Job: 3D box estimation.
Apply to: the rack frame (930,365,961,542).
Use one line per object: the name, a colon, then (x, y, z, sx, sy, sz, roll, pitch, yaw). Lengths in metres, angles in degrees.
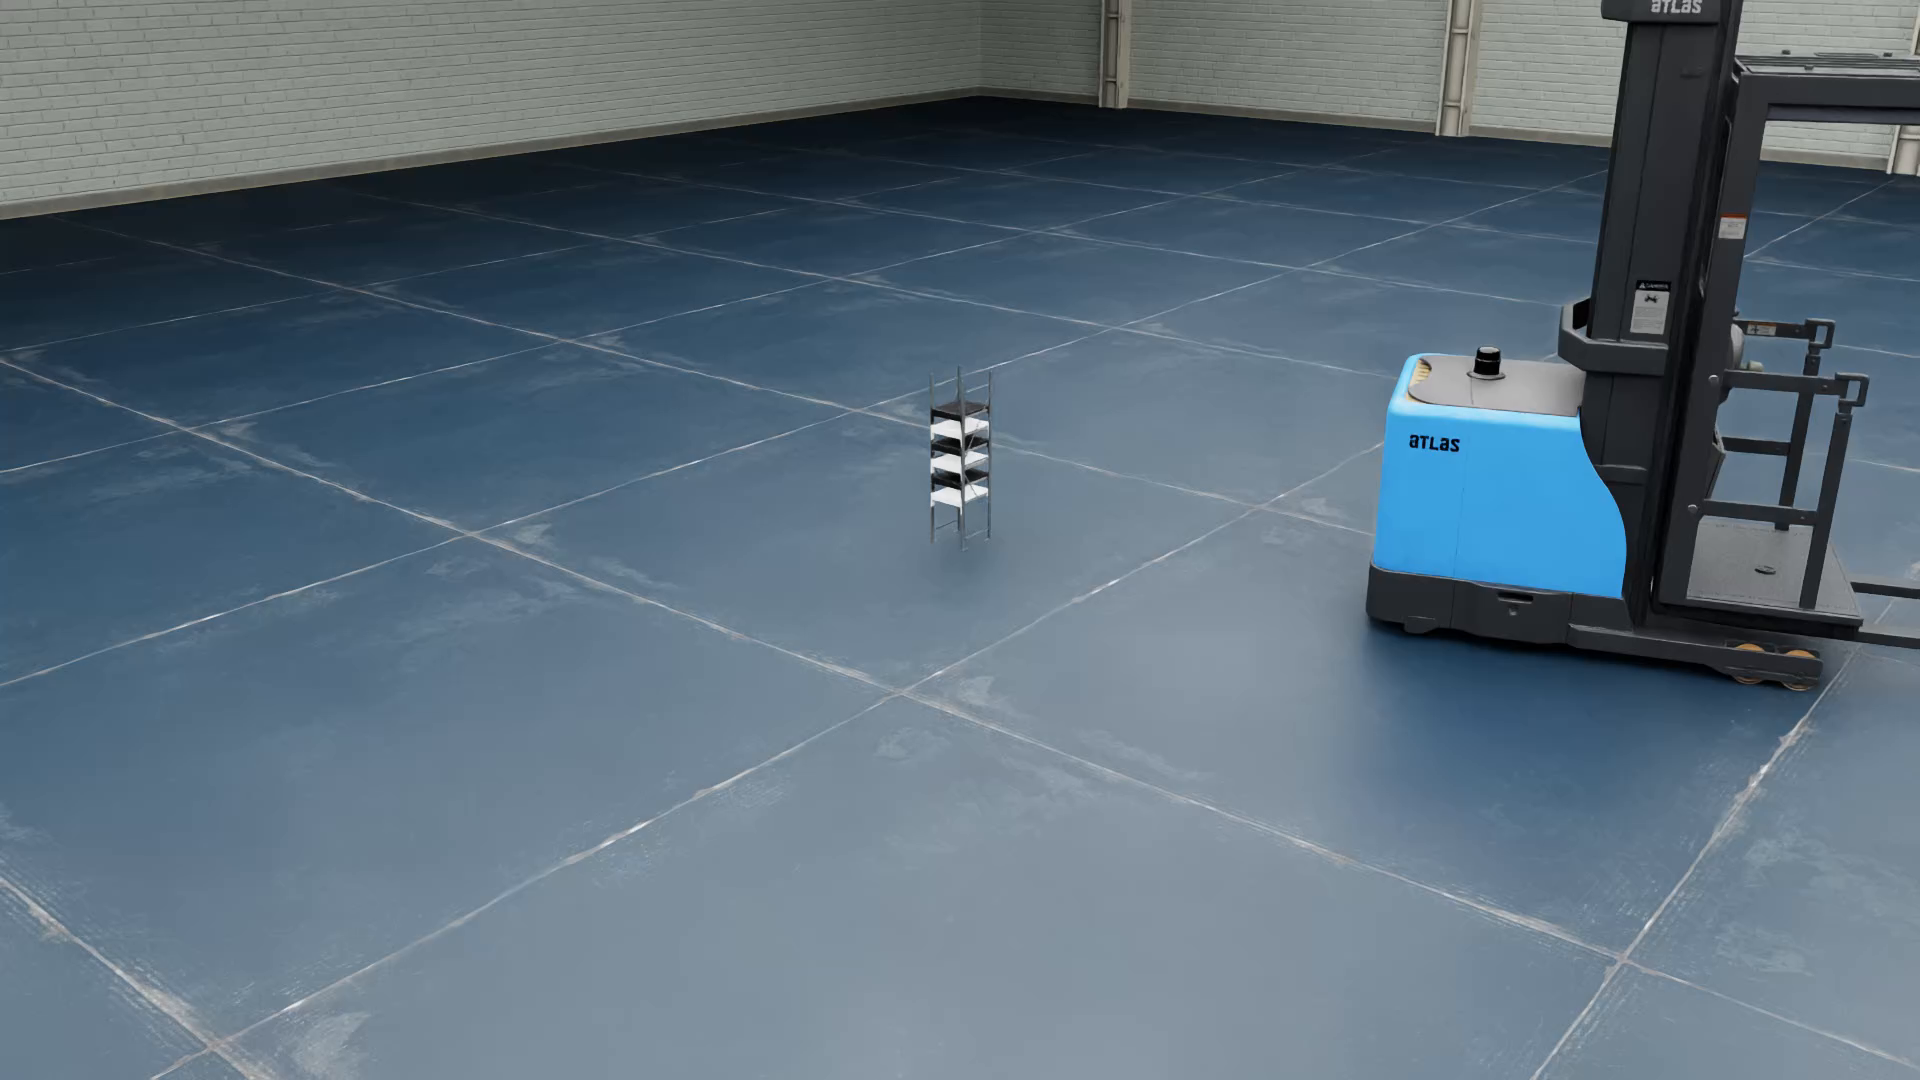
rack frame: (-0.072, -0.442, 8.565, 0.006, 0.900, 0.240, 16, 26, 36)

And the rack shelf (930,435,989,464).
rack shelf: (0.006, -0.472, 8.485, 0.200, 0.077, 0.258, 16, 26, 36)

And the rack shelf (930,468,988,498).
rack shelf: (0.006, -0.304, 8.548, 0.200, 0.077, 0.258, 16, 26, 36)

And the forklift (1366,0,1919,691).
forklift: (3.427, -0.949, 7.031, 3.031, 2.935, 1.130, 7, 22, 18)

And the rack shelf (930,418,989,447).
rack shelf: (0.006, -0.556, 8.453, 0.200, 0.077, 0.258, 16, 26, 36)

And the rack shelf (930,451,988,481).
rack shelf: (0.006, -0.388, 8.516, 0.200, 0.077, 0.258, 16, 26, 36)

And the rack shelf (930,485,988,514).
rack shelf: (0.006, -0.220, 8.580, 0.200, 0.077, 0.258, 16, 26, 36)

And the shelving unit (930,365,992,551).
shelving unit: (0.006, -0.419, 8.505, 0.210, 0.900, 0.258, 16, 26, 36)

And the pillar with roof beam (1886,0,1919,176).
pillar with roof beam: (9.153, -7.637, 16.166, 0.400, 9.000, 9.100, 16, 26, 36)

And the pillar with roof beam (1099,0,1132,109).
pillar with roof beam: (-0.143, -10.314, 23.265, 0.400, 9.000, 9.100, 16, 26, 36)

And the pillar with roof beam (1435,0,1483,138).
pillar with roof beam: (4.505, -8.975, 19.715, 0.400, 9.000, 9.100, 16, 26, 36)

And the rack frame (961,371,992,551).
rack frame: (0.085, -0.397, 8.444, 0.006, 0.900, 0.240, 16, 26, 36)

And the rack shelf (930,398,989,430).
rack shelf: (0.006, -0.641, 8.421, 0.200, 0.077, 0.258, 16, 26, 36)
